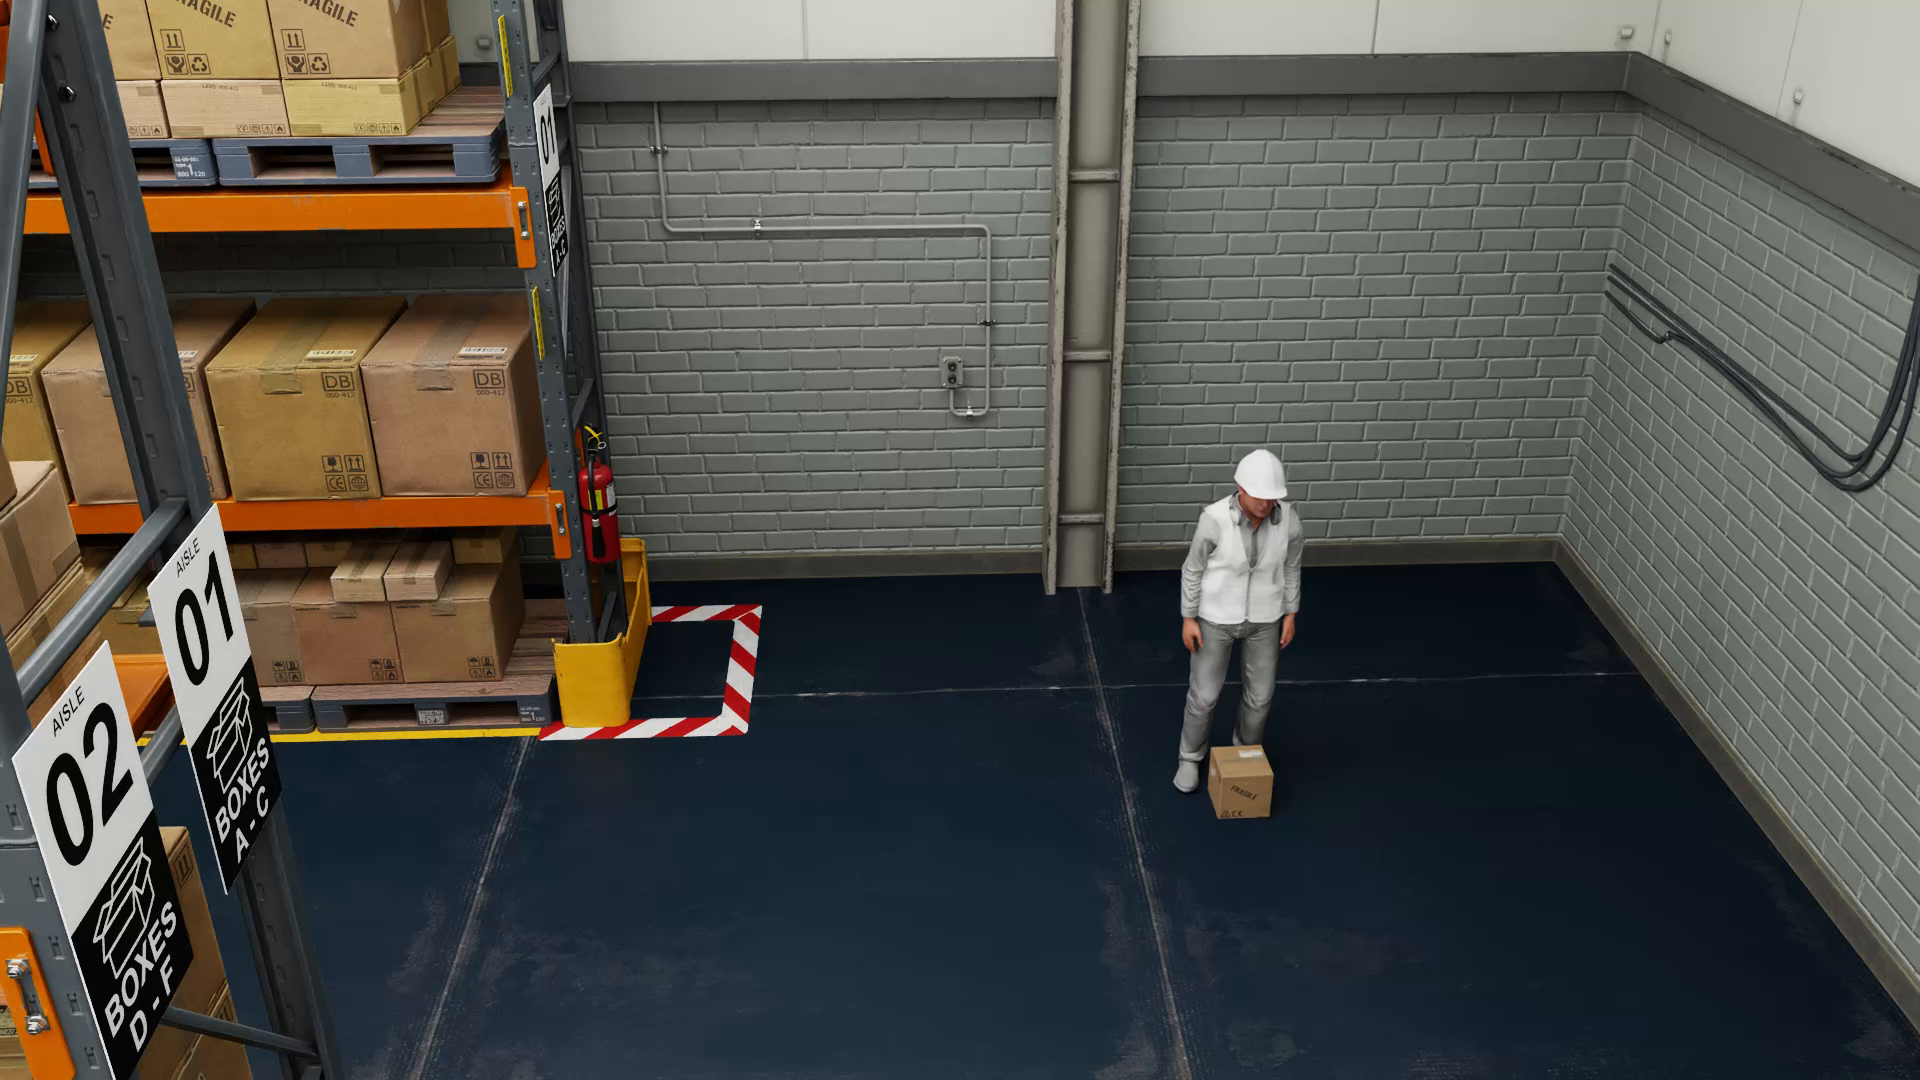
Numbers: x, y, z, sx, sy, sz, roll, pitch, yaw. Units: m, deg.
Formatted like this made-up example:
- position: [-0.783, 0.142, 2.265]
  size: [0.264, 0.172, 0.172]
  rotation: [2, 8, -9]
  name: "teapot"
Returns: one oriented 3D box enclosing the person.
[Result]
- position: [1.329, 0.368, 7.881]
  size: [0.582, 1.769, 0.465]
  rotation: [-3, 28, -5]
  name: "person"
